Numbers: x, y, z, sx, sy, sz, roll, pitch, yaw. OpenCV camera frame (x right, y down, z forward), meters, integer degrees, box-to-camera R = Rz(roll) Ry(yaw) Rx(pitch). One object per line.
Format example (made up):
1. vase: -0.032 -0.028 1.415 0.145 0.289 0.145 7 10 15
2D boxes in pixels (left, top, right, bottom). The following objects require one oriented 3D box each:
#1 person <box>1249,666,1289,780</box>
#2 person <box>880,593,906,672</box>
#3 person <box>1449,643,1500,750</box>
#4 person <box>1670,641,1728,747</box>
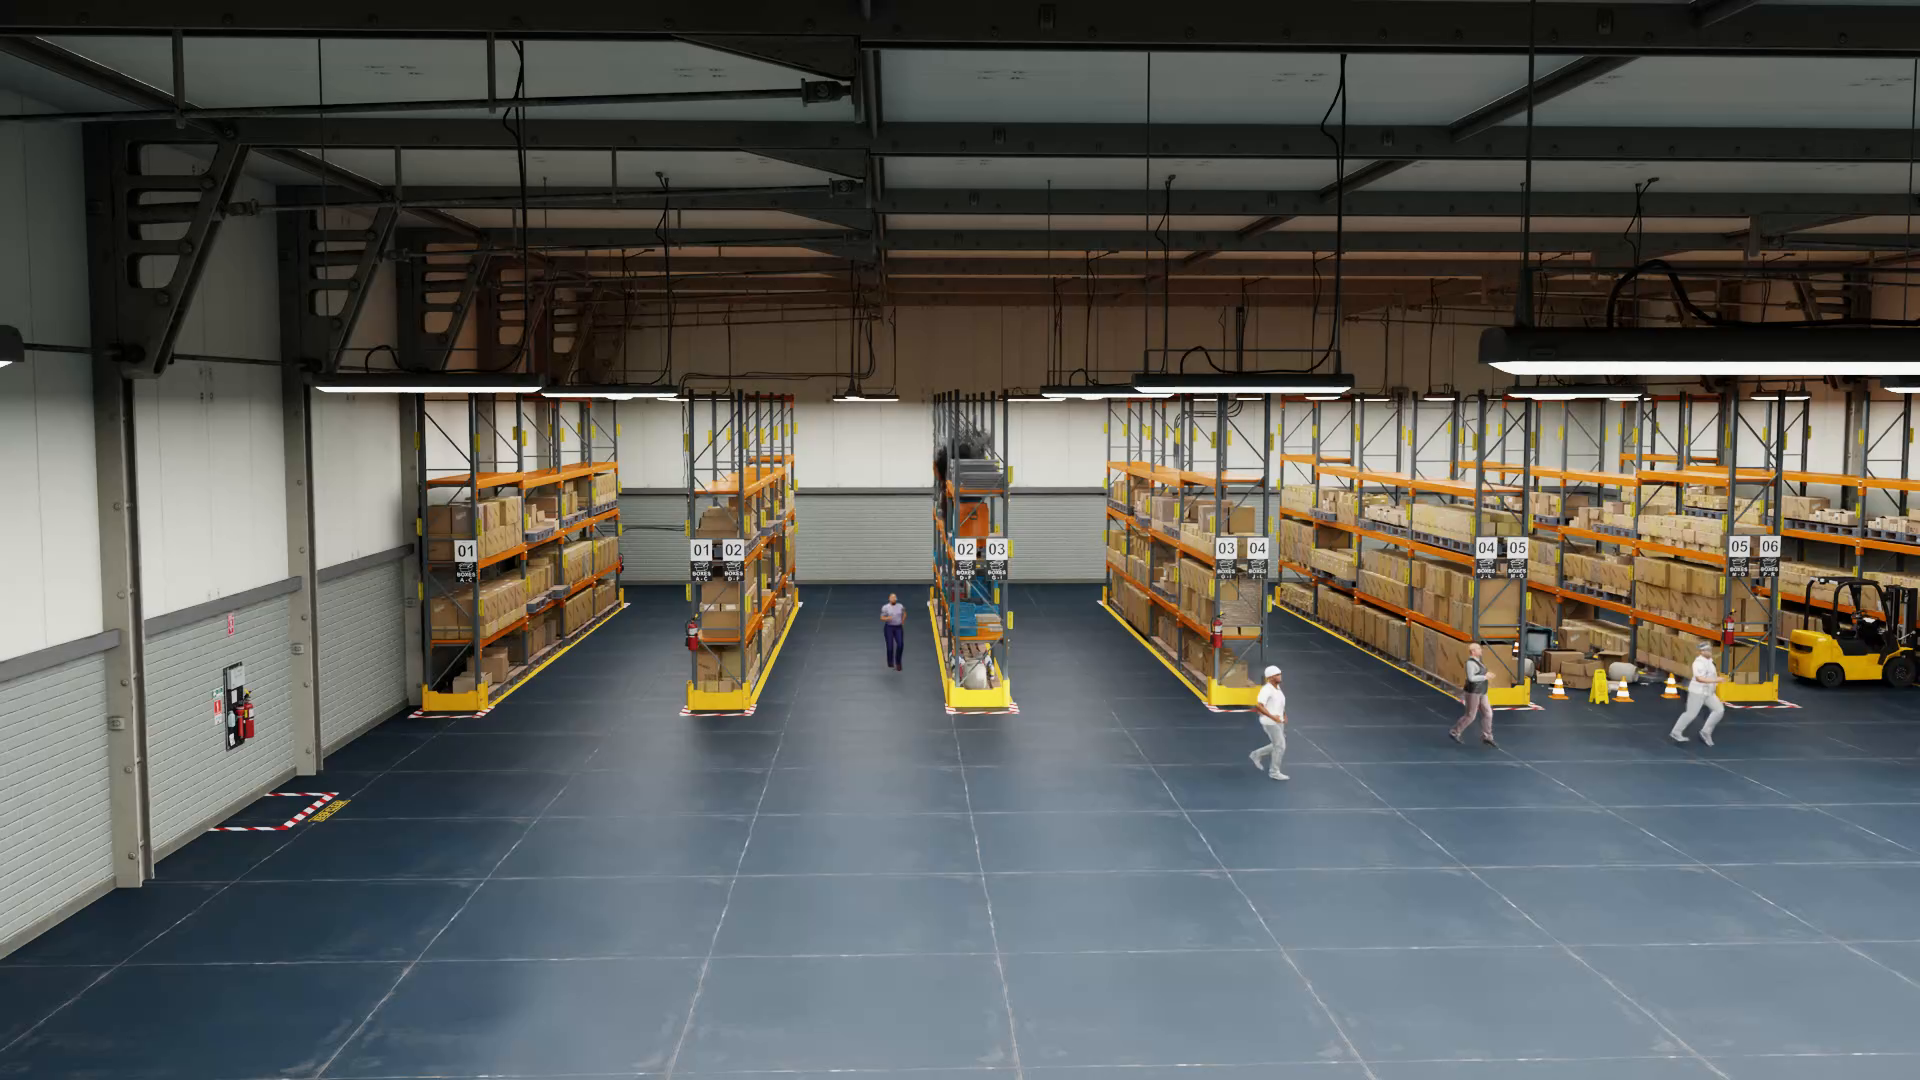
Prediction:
1. person: 4.726 2.786 25.433 0.650 1.737 0.714 2 5 26
2. person: -1.402 1.958 35.390 0.586 1.676 0.661 -1 5 -10
3. person: 8.575 2.592 27.673 0.808 1.755 0.646 3 6 36
4. person: 12.447 2.570 27.894 0.674 1.808 0.896 -4 6 -40
